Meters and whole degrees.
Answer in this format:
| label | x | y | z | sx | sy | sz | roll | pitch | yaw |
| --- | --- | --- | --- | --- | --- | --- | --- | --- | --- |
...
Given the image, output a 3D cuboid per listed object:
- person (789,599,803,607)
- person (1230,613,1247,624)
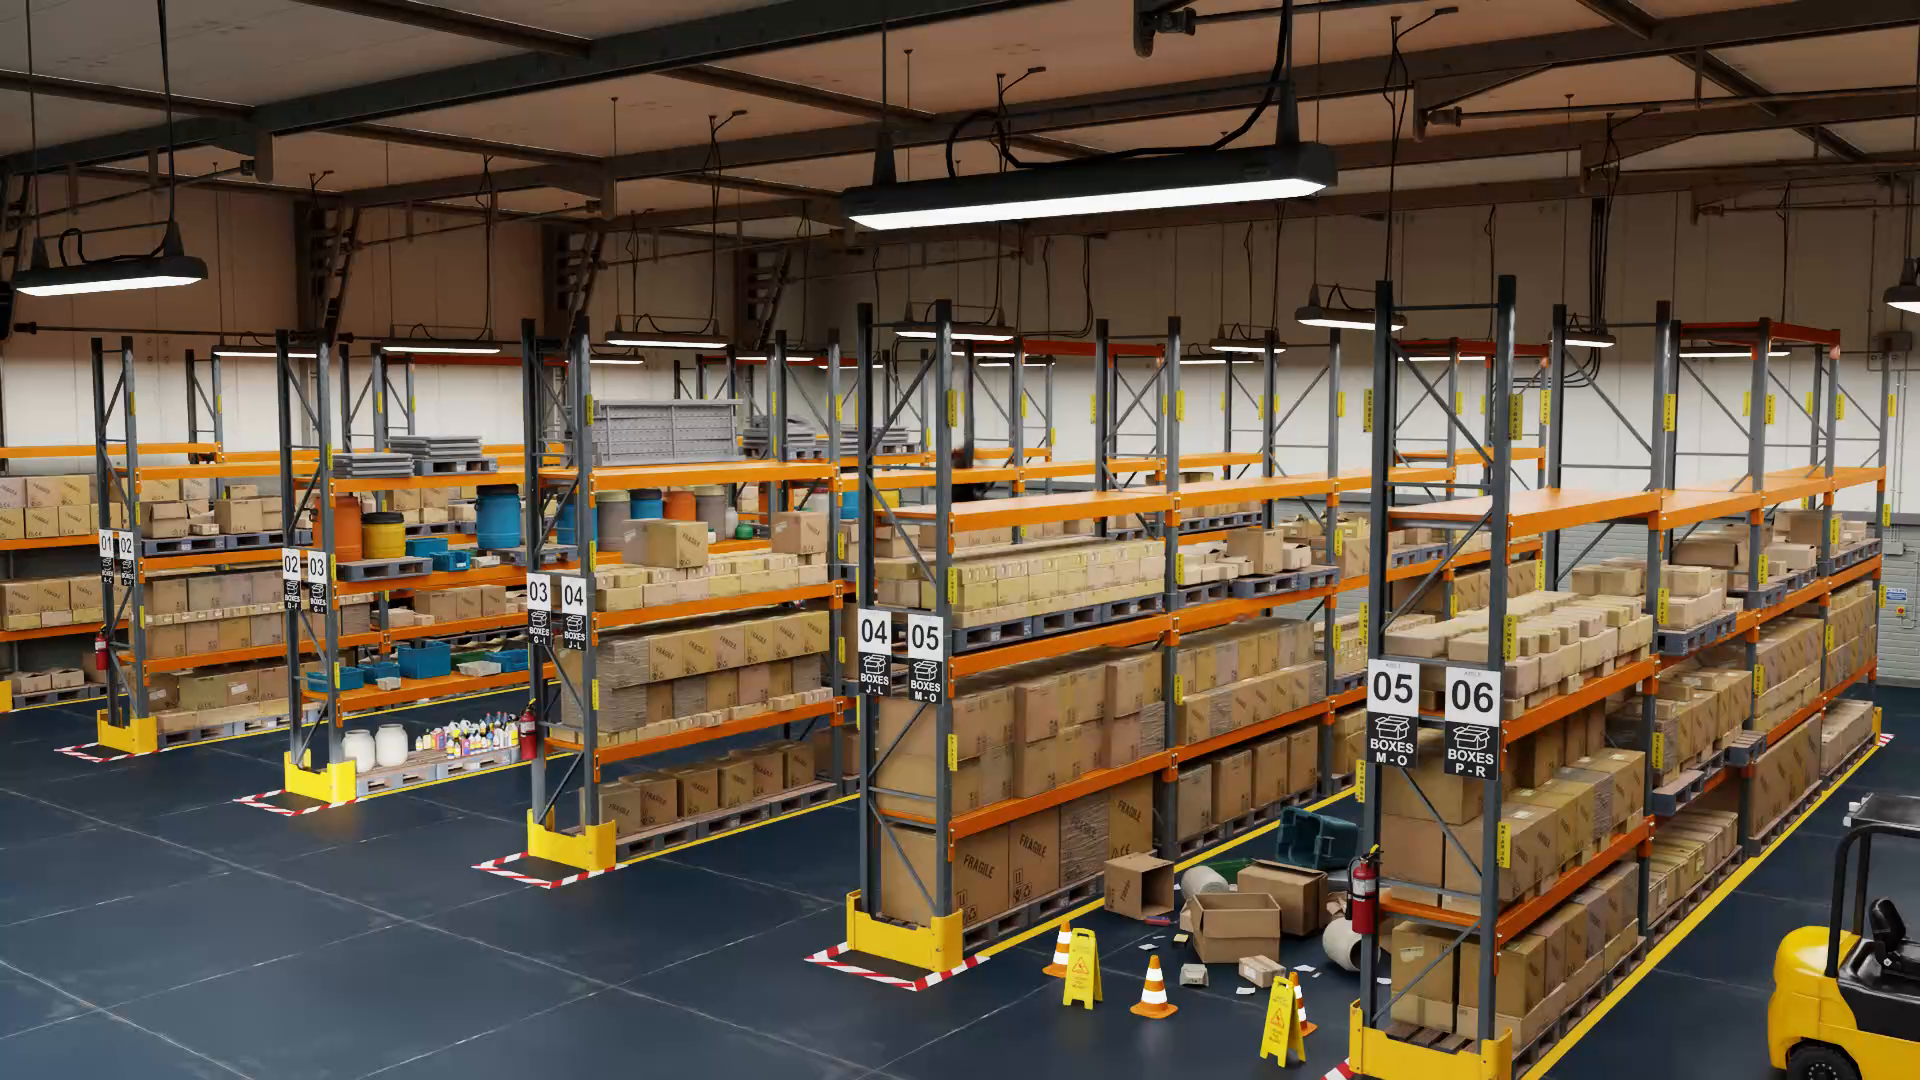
| label | x | y | z | sx | sy | sz | roll | pitch | yaw |
| --- | --- | --- | --- | --- | --- | --- | --- | --- | --- |
| person | -3.051 | 1.613 | 30.709 | 0.708 | 1.857 | 0.839 | 3 | 6 | 34 |
| person | 4.593 | 1.941 | 27.057 | 0.644 | 1.747 | 0.795 | 2 | 6 | 26 |
